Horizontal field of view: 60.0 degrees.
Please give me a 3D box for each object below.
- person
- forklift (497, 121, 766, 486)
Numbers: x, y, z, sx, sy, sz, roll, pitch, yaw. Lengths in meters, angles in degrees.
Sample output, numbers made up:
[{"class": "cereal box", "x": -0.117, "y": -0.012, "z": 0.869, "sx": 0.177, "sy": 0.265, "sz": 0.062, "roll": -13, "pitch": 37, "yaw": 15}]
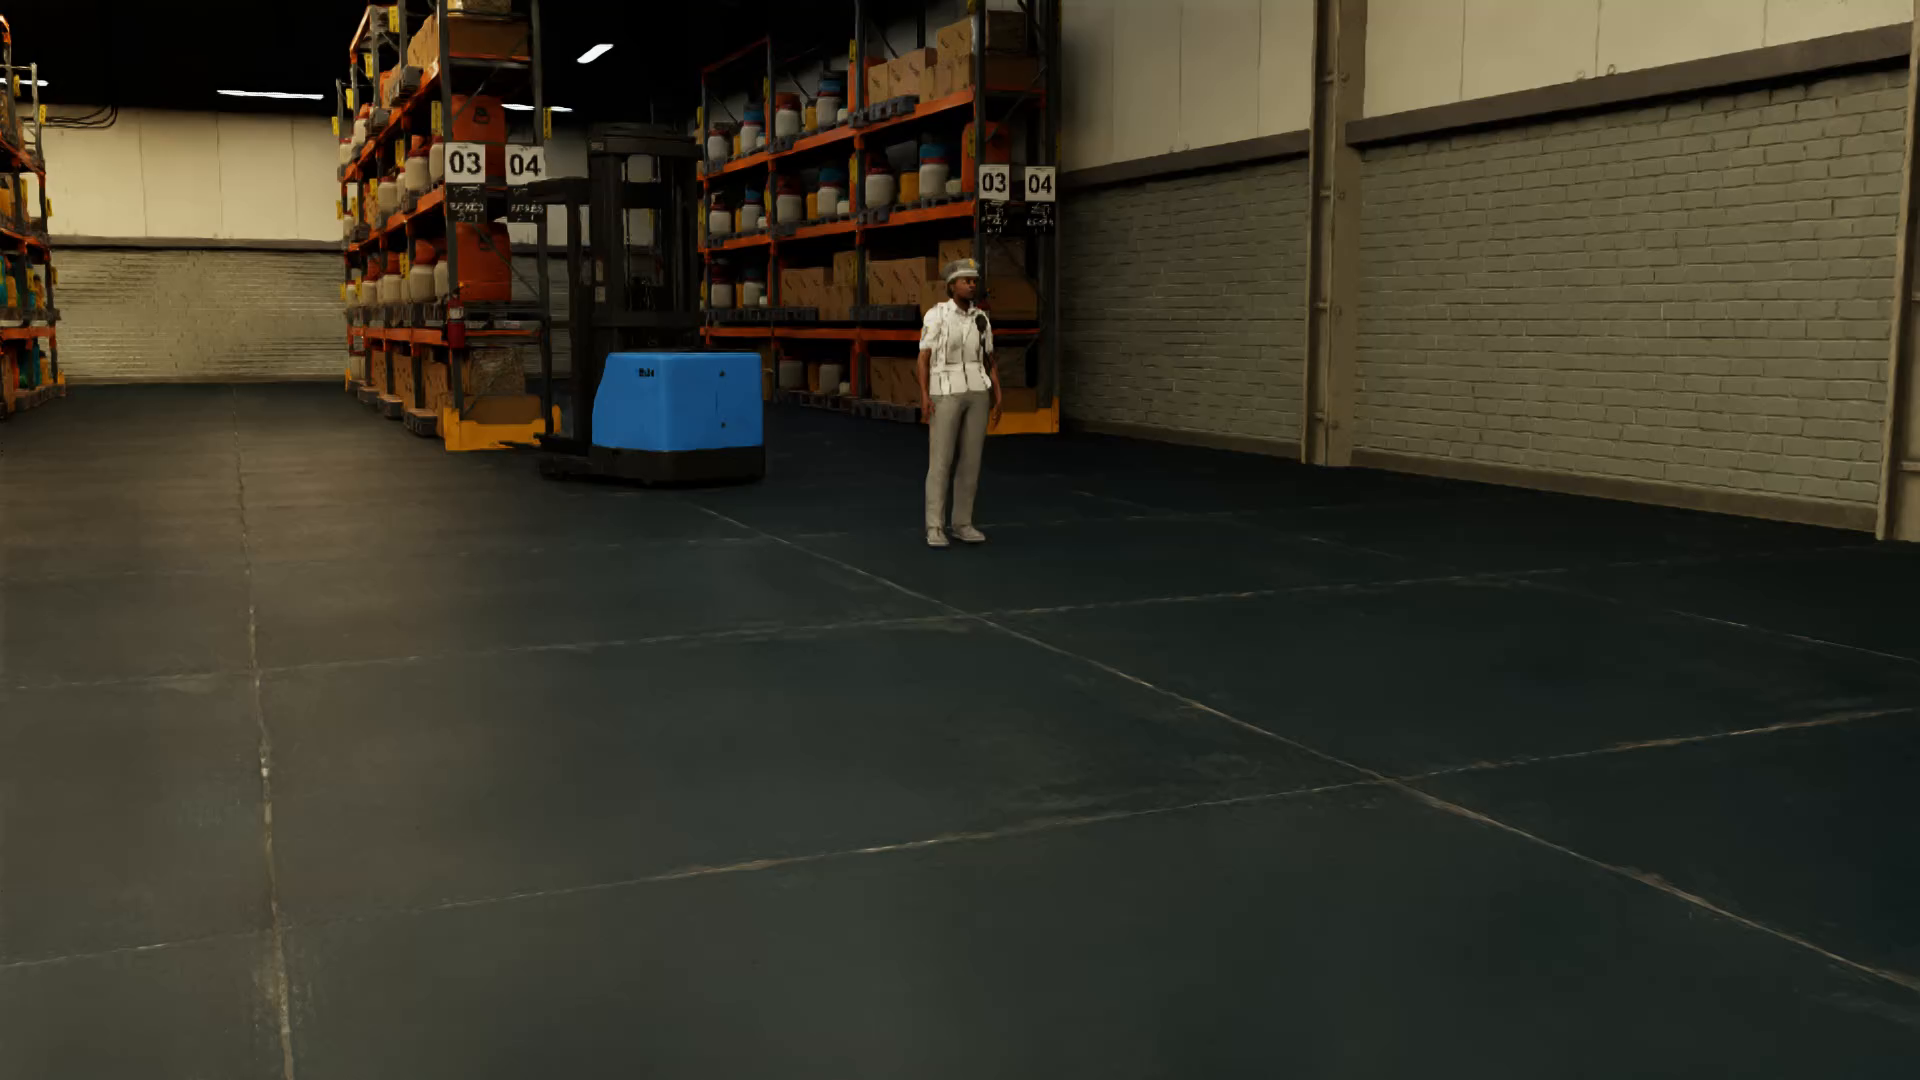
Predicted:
[{"class": "person", "x": 0.012, "y": -0.837, "z": 9.966, "sx": 0.570, "sy": 1.693, "sz": 0.529, "roll": -3, "pitch": 8, "yaw": -23}, {"class": "forklift", "x": -2.988, "y": -2.026, "z": 14.306, "sx": 1.130, "sy": 2.935, "sz": 3.031, "roll": -7, "pitch": 10, "yaw": -43}]
